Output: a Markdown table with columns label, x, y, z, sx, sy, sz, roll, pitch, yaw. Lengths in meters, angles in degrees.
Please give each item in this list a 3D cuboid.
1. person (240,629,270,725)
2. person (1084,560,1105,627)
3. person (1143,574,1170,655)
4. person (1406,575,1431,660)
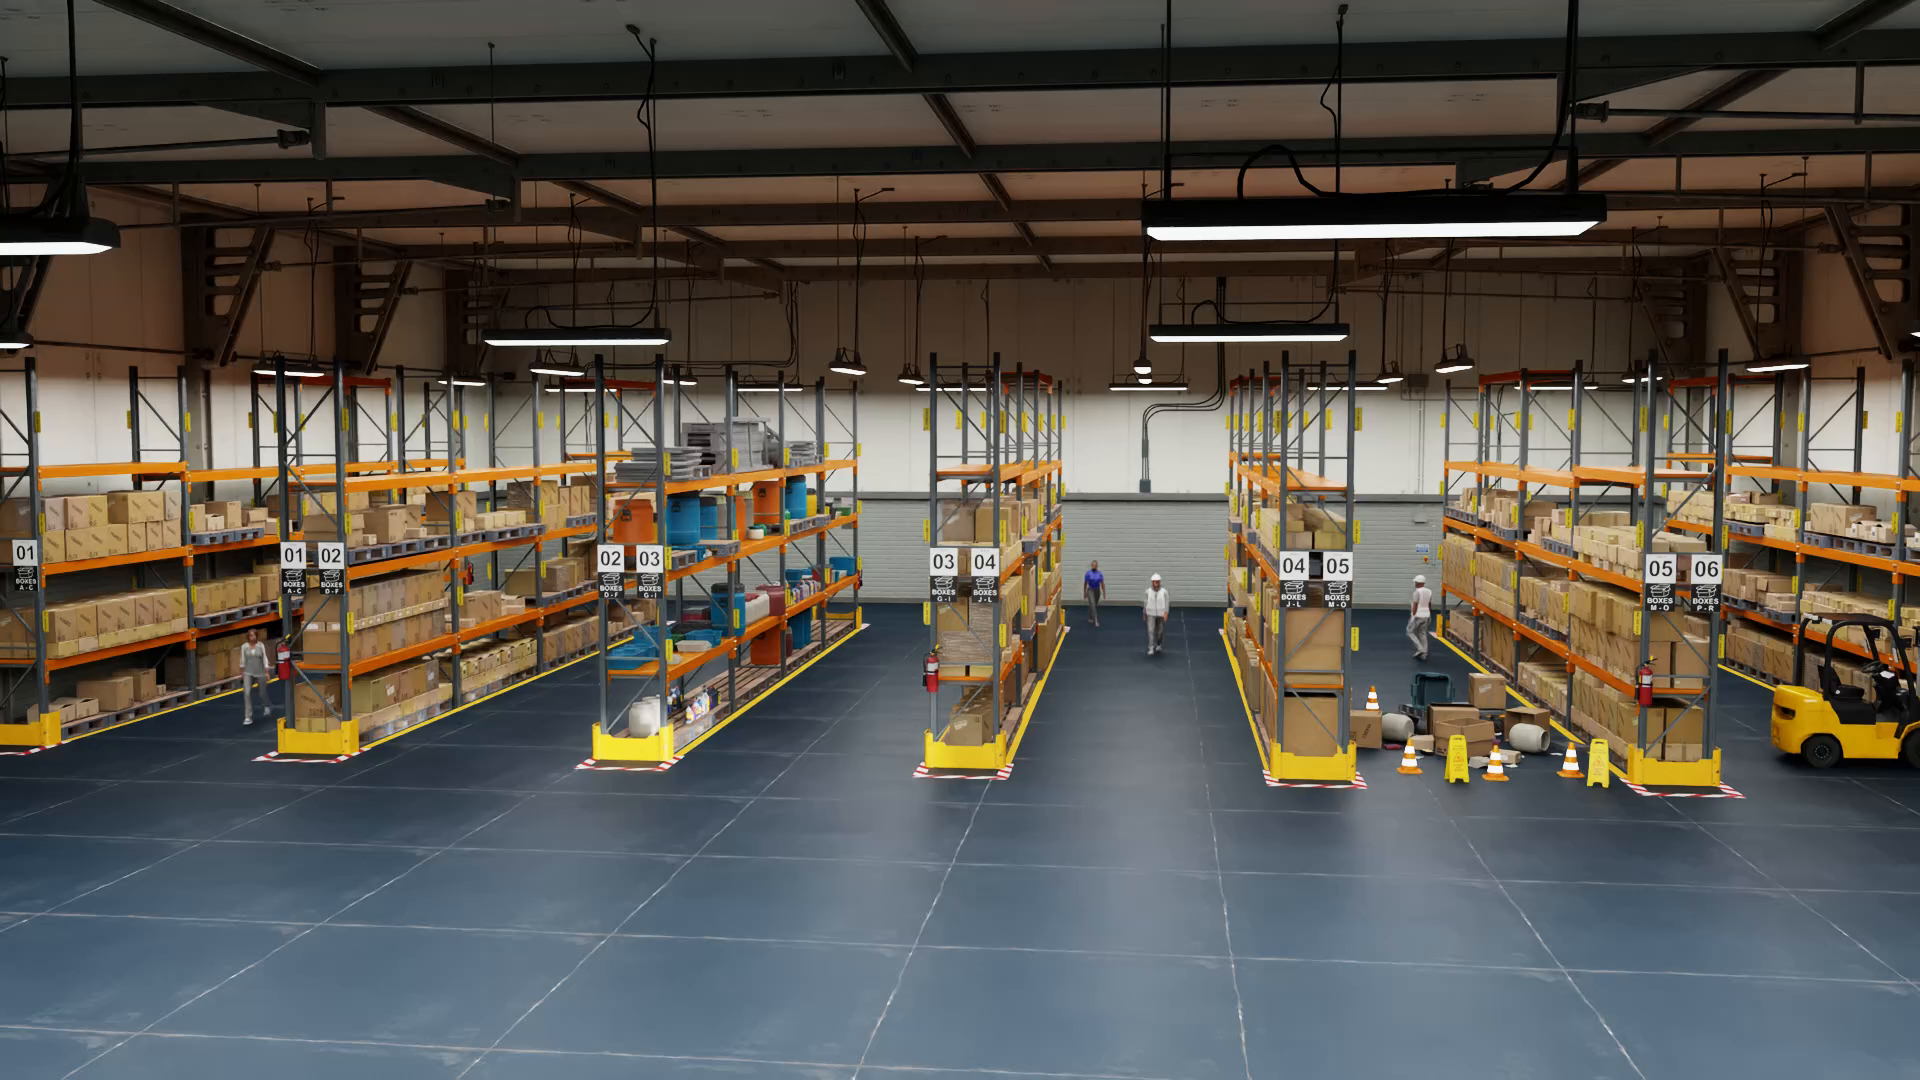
| label | x | y | z | sx | sy | sz | roll | pitch | yaw |
| --- | --- | --- | --- | --- | --- | --- | --- | --- | --- |
| person | -11.739 | 2.243 | 27.729 | 0.498 | 1.555 | 0.899 | -1 | 4 | -9 |
| person | 3.299 | 1.289 | 40.824 | 0.450 | 1.582 | 1.064 | -2 | 4 | -22 |
| person | 4.235 | 1.593 | 35.765 | 0.555 | 1.706 | 1.082 | 0 | 4 | 2 |
| person | 9.729 | 1.630 | 35.090 | 0.609 | 1.785 | 0.459 | -3 | 5 | -35 |
